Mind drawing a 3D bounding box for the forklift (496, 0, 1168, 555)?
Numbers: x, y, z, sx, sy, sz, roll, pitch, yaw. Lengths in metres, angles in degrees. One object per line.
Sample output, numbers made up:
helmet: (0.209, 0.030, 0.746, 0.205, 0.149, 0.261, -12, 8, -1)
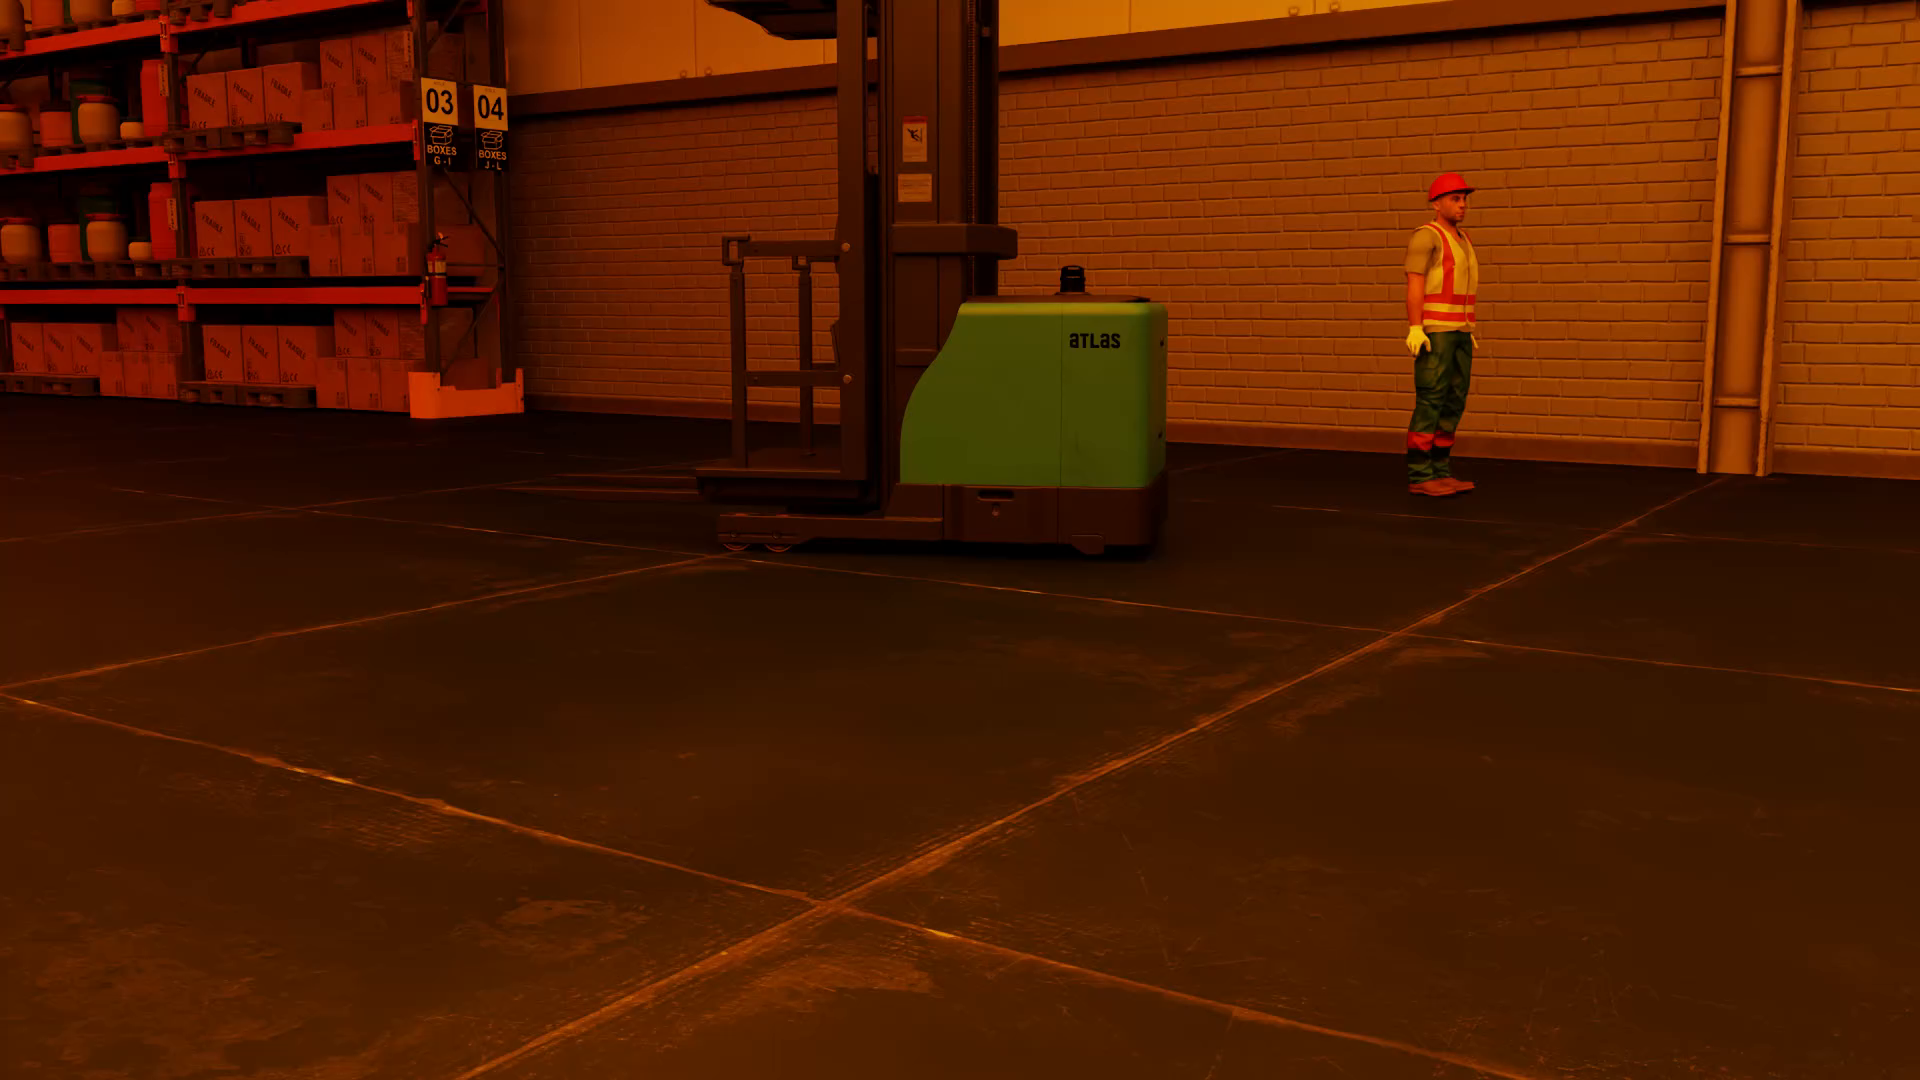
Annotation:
forklift: (-0.596, -1.469, 7.520, 3.031, 2.935, 1.130, 2, 8, 12)

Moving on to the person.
person: (2.739, -1.153, 9.362, 0.604, 1.795, 0.374, -8, 11, -44)
